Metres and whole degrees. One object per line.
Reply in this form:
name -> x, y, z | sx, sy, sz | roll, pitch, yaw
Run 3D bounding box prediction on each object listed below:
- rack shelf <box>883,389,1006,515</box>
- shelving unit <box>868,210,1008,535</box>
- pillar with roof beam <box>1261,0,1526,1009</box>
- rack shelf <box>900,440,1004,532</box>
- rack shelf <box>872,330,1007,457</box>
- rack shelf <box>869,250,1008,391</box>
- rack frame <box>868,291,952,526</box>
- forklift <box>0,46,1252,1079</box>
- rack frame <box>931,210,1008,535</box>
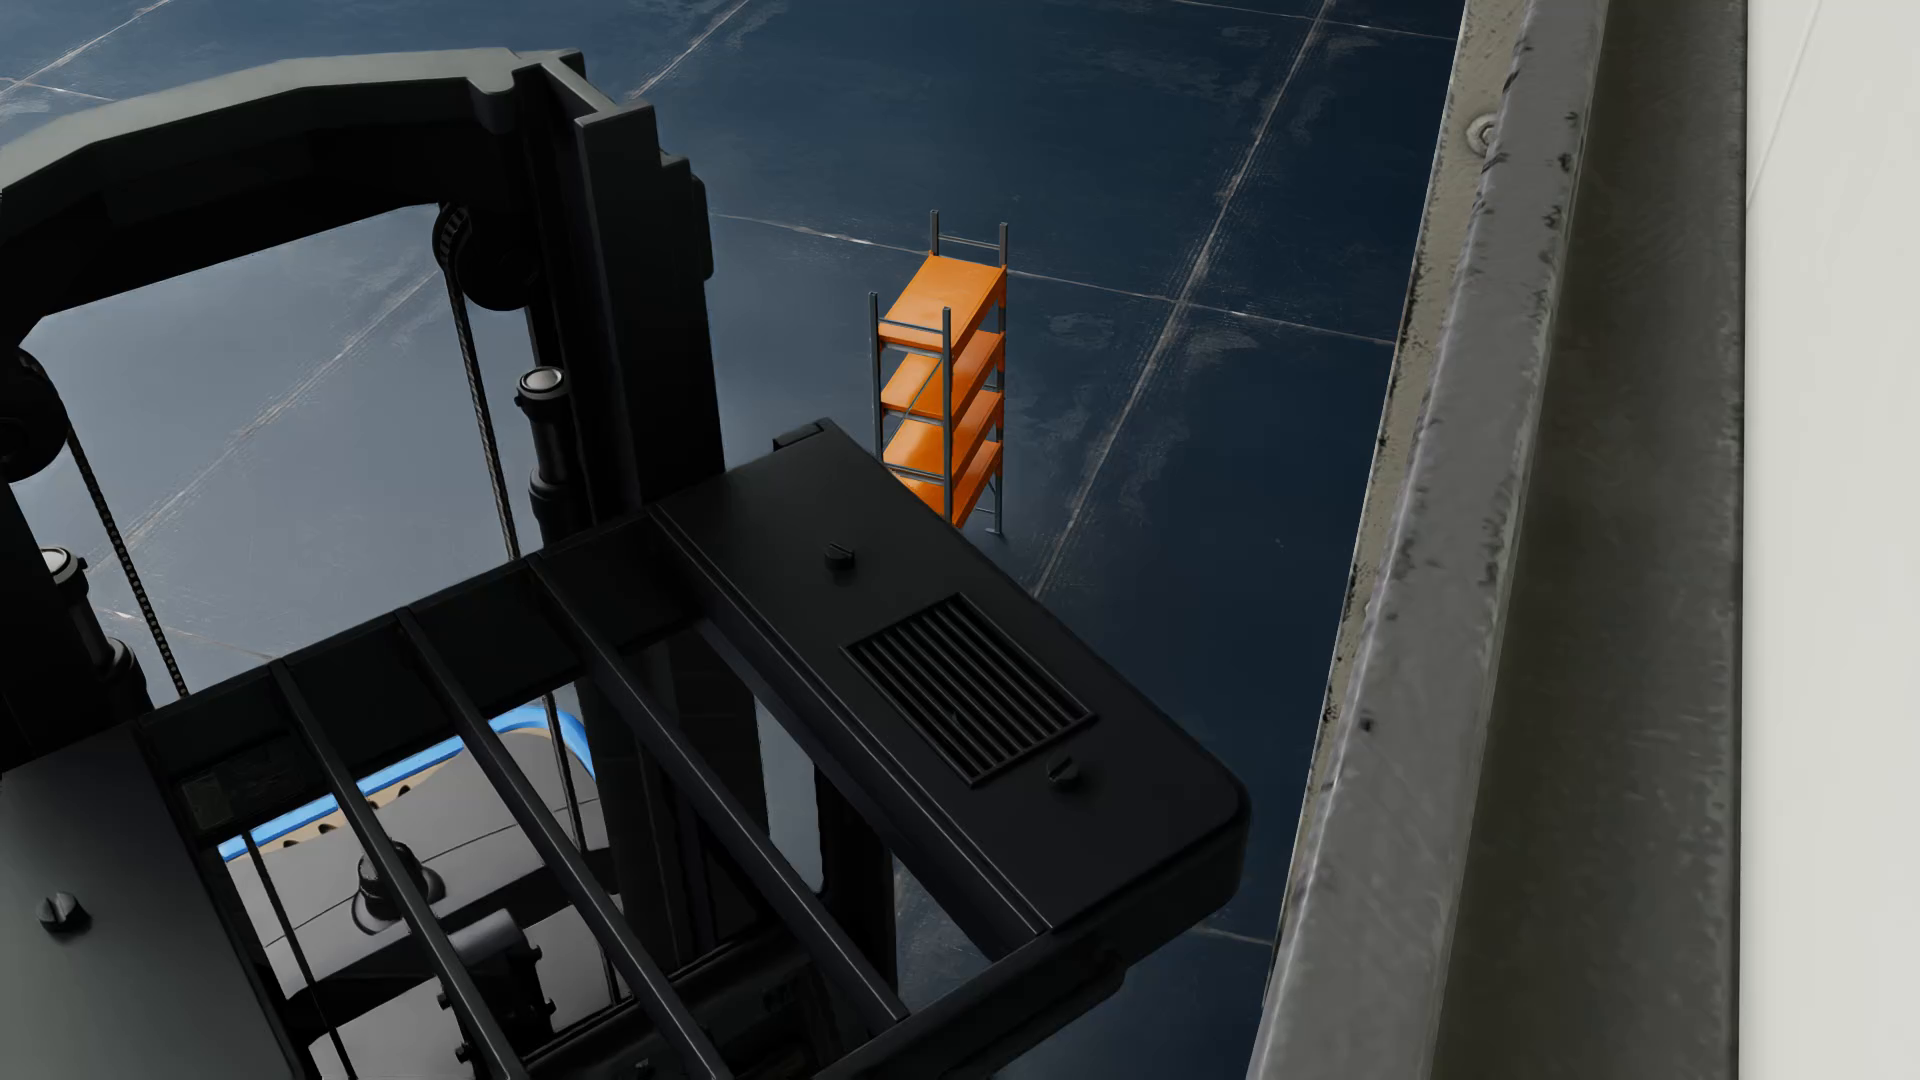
rack shelf -> -0.057, -0.304, 5.214 | 0.258, 0.148, 0.480 | 13, 42, 15
shelving unit -> -0.057, -0.355, 5.170 | 0.258, 1.200, 0.503 | 13, 42, 15
pillar with roof beam -> -3.061, -3.262, 2.568 | 9.100, 9.000, 0.400 | 13, 42, 15
rack shelf -> -0.057, -0.153, 5.343 | 0.258, 0.148, 0.480 | 13, 42, 15
rack shelf -> -0.057, -0.474, 5.069 | 0.258, 0.148, 0.480 | 13, 42, 15
rack shelf -> -0.057, -0.654, 4.915 | 0.258, 0.148, 0.480 | 13, 42, 15
rack frame -> -0.140, -0.207, 4.996 | 0.240, 1.200, 0.015 | 13, 42, 15
forklift -> -0.416, 0.996, 2.252 | 1.130, 2.935, 3.031 | -25, 47, -27
rack frame -> 0.027, -0.504, 5.345 | 0.240, 1.200, 0.015 | 13, 42, 15
